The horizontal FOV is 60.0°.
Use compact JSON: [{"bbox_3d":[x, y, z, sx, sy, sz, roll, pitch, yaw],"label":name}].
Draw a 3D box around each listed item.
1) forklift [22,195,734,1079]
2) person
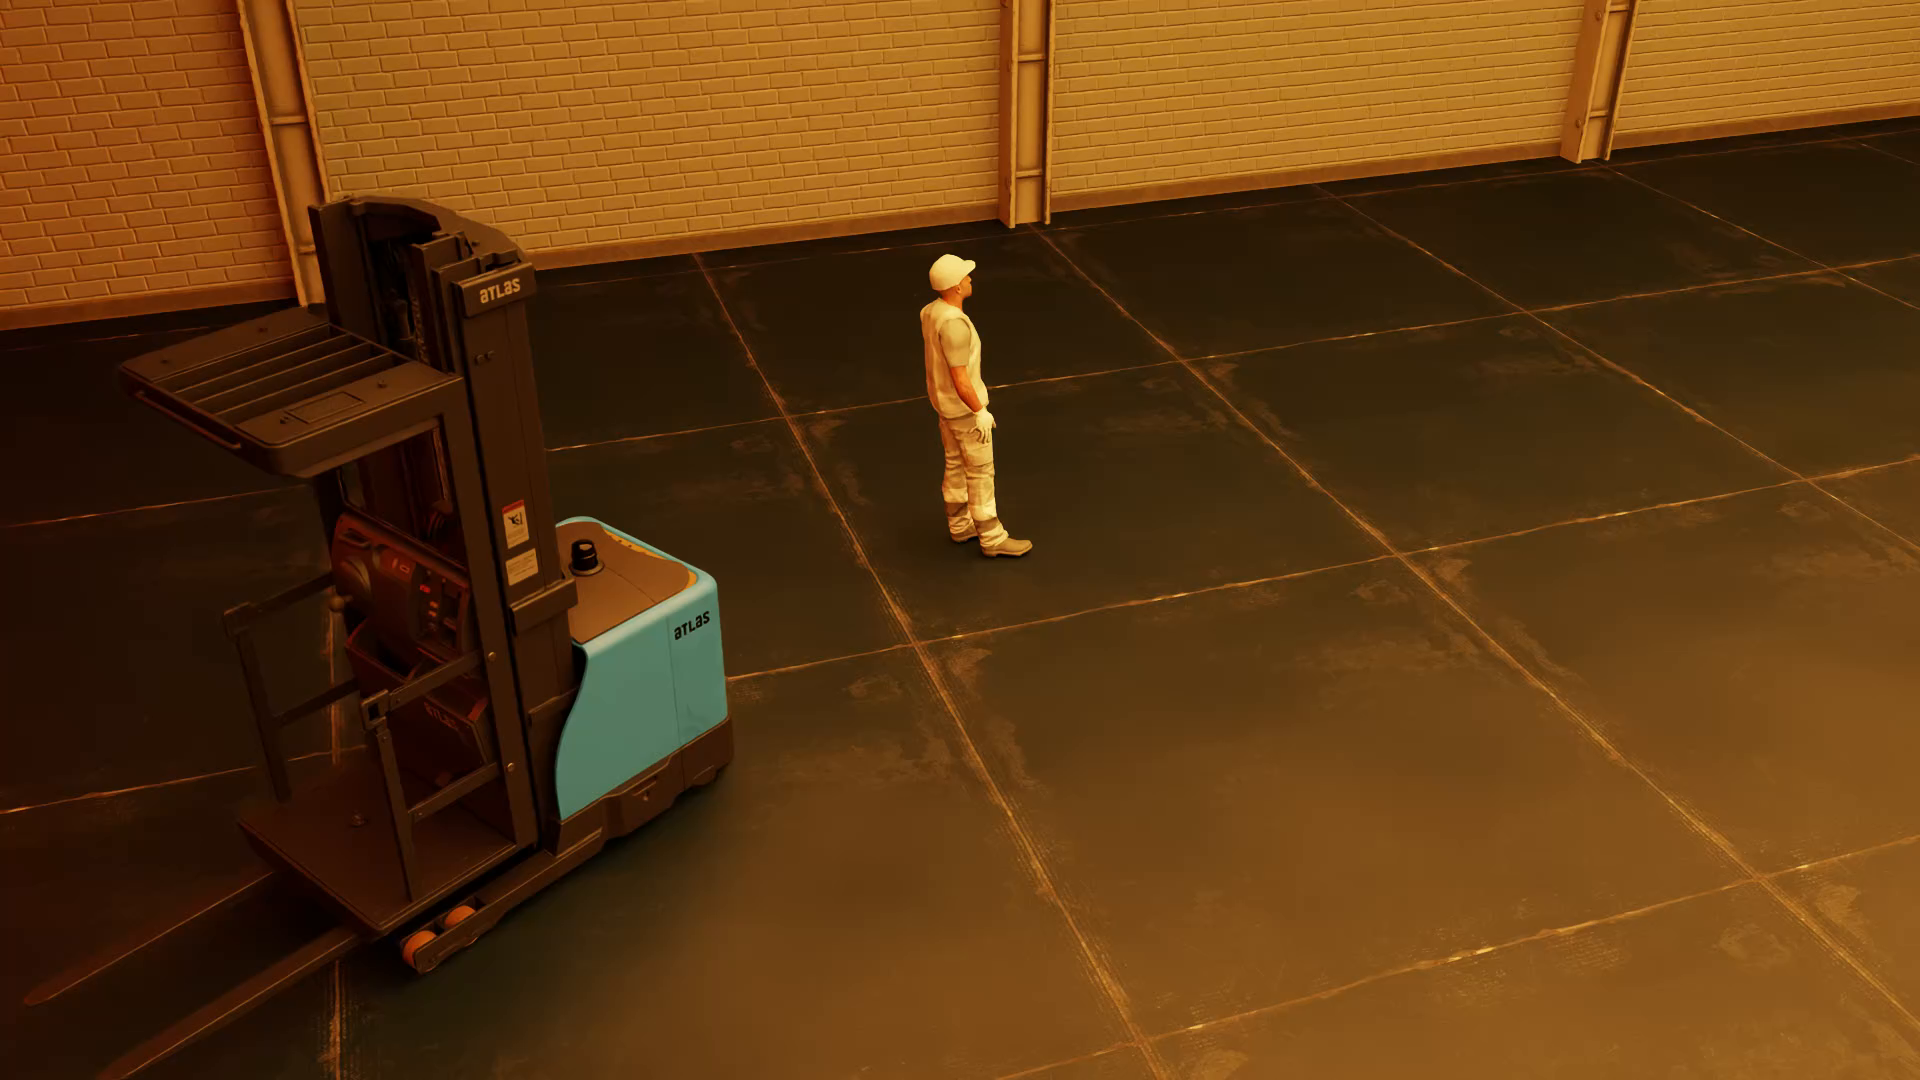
[{"bbox_3d":[-2.425,0.239,6.671,1.130,2.935,3.031,23,37,34],"label":"forklift"},{"bbox_3d":[0.080,-0.789,9.588,0.564,1.787,0.637,-10,31,-16],"label":"person"}]
